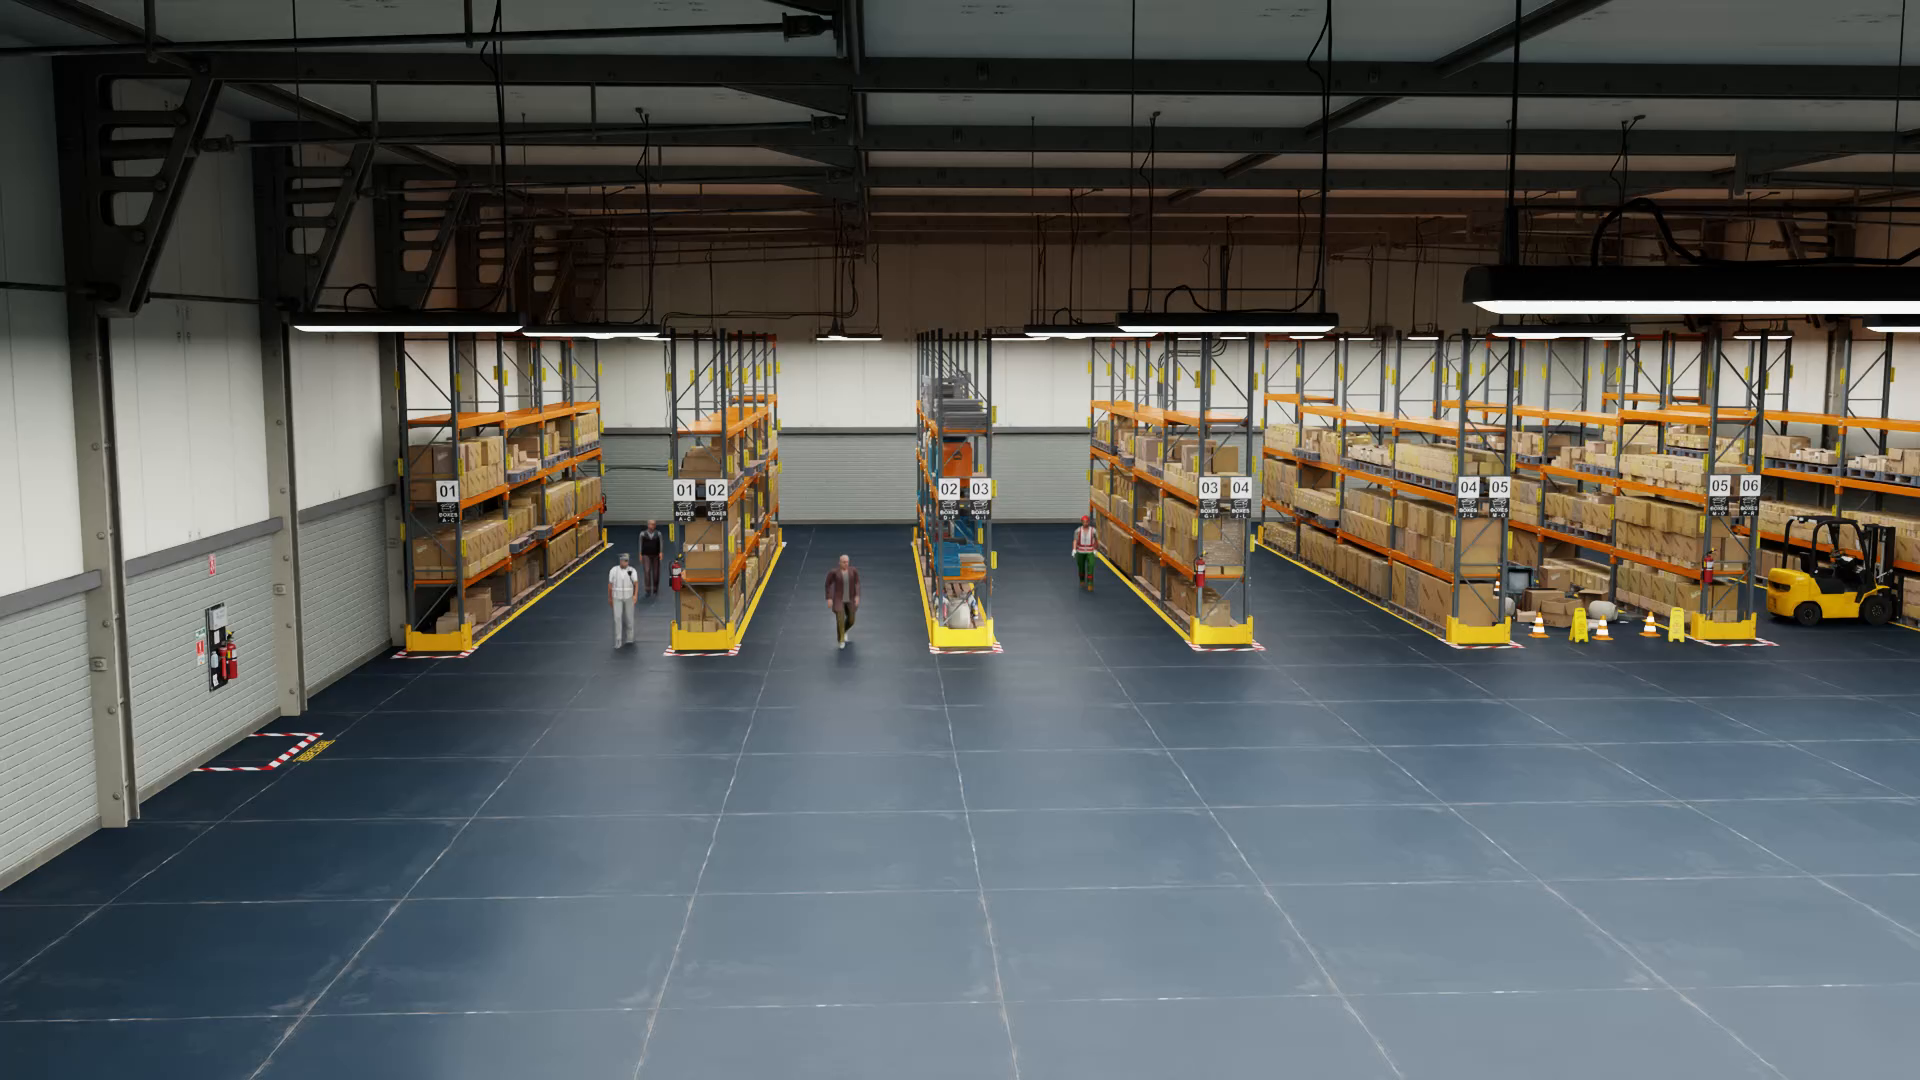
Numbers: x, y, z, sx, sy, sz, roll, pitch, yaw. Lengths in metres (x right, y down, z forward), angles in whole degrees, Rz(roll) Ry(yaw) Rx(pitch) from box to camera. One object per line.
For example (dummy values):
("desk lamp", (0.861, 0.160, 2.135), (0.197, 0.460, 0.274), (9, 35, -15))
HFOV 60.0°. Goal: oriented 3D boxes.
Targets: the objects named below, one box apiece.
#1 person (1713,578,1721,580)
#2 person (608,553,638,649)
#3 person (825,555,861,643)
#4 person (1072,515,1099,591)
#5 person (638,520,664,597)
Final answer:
("person", (16.302, 0.597, 36.066), (0.573, 1.787, 0.551), (-1, 7, -4))
("person", (-6.396, 1.146, 31.679), (0.561, 1.759, 0.755), (-2, 7, -16))
("person", (-2.244, 1.098, 31.587), (0.673, 1.678, 0.626), (-3, 7, -21))
("person", (2.923, 0.281, 38.730), (0.635, 1.723, 1.067), (0, 7, -1))
("person", (-7.049, 0.410, 38.074), (0.571, 1.723, 0.750), (-2, 7, -17))
